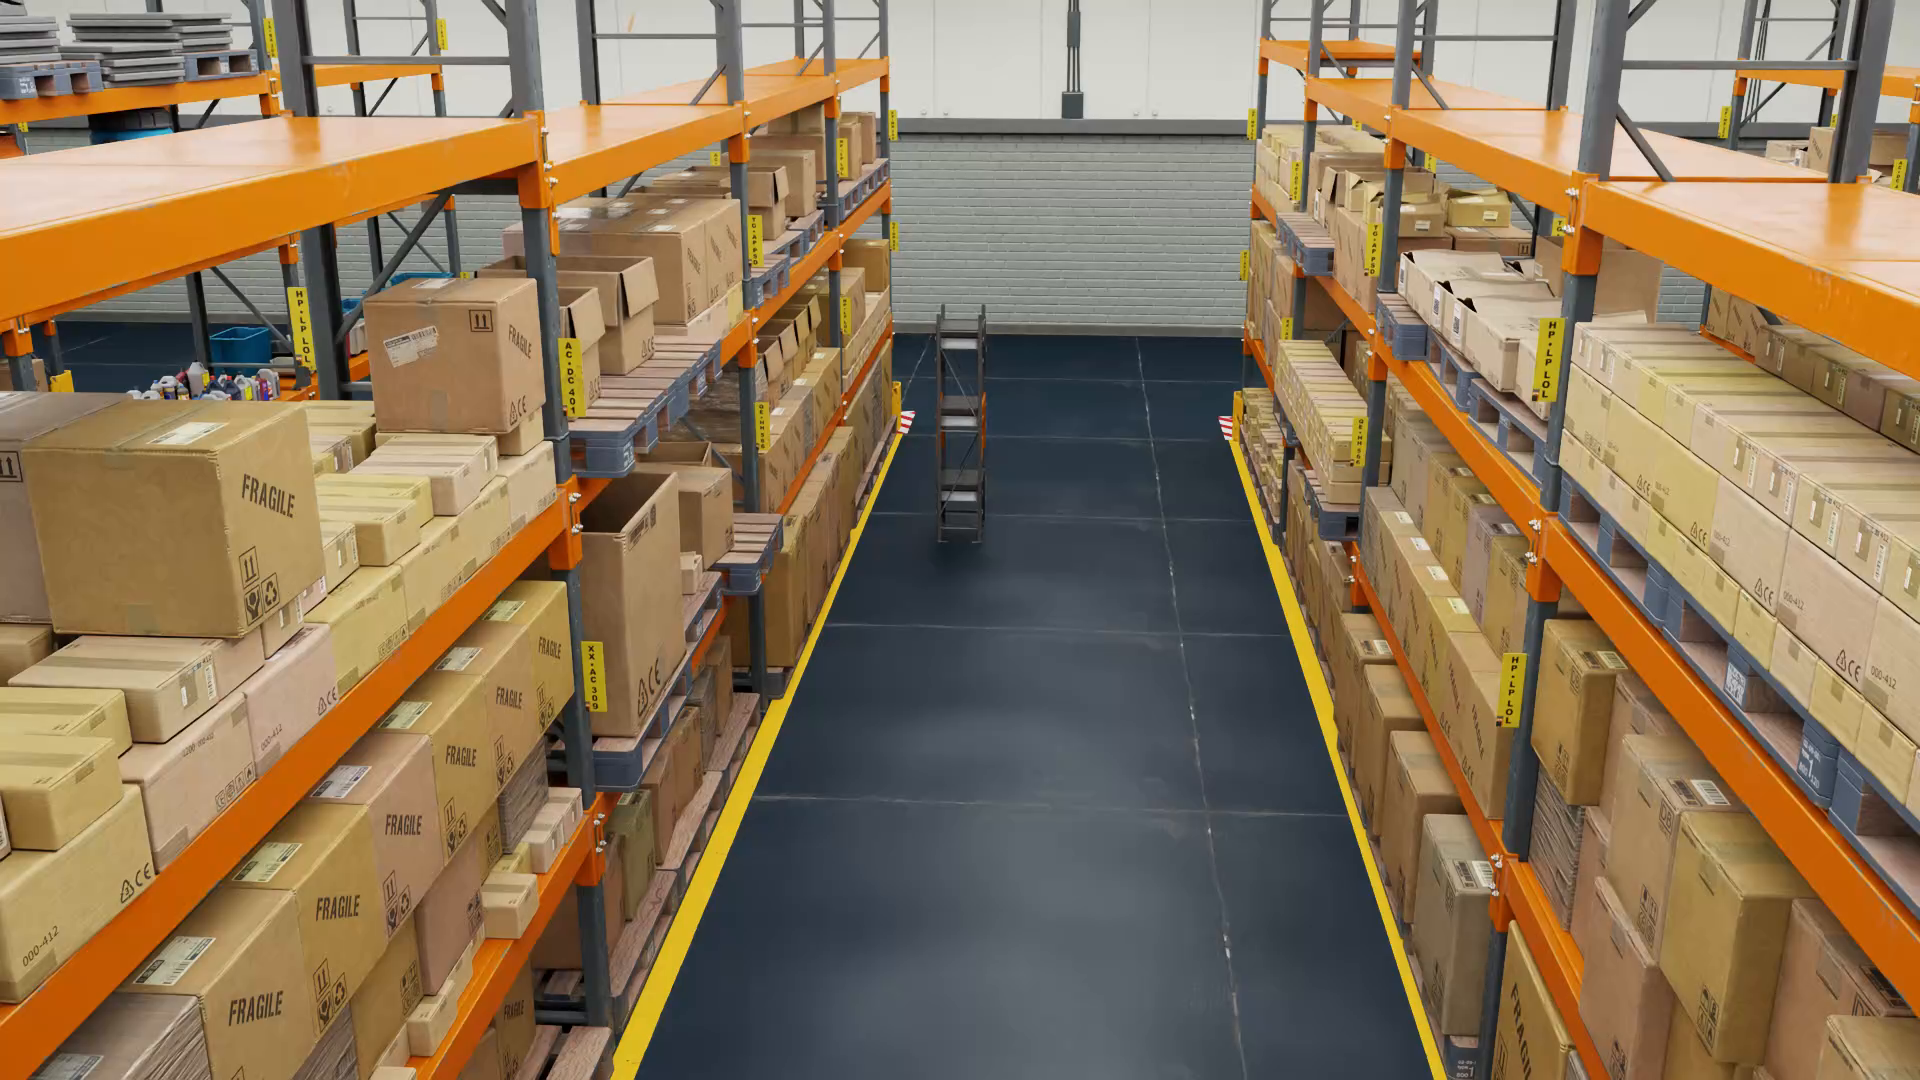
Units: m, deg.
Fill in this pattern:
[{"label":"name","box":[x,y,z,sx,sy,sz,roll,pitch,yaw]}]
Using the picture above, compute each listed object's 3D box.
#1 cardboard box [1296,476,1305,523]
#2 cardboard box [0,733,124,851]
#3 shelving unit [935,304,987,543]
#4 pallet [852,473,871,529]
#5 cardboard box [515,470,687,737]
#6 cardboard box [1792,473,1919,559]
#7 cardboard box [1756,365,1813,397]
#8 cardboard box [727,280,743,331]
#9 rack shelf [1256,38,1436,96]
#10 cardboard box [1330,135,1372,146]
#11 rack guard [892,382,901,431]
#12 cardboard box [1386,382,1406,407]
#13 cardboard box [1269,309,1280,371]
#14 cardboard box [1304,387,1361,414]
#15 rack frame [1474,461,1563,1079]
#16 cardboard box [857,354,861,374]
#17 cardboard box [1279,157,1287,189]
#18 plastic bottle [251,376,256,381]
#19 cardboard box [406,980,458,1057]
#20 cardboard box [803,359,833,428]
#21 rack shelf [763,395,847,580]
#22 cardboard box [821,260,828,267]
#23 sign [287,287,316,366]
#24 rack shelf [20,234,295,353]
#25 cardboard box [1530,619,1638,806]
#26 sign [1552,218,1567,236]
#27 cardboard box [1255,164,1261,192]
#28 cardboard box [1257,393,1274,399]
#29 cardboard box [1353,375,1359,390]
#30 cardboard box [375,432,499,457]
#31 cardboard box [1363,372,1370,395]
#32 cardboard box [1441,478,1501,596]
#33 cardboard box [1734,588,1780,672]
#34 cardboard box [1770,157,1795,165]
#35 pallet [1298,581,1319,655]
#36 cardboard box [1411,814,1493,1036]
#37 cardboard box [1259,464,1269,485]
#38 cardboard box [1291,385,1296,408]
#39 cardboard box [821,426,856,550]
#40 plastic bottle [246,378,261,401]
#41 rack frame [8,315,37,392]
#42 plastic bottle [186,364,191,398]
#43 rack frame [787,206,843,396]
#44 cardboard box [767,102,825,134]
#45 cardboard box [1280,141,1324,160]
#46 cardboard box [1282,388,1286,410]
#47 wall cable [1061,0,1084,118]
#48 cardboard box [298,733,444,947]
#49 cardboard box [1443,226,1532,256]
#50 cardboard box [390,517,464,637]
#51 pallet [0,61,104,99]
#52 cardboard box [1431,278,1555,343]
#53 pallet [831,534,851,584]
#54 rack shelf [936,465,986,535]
[{"label":"cardboard box","box":[3.026,-0.325,13.560,0.500,0.250,0.500,2,18,5]},{"label":"cardboard box","box":[-2.056,0.537,3.578,0.380,0.149,0.250,2,18,5]},{"label":"shelving unit","box":[0.012,-1.049,15.080,0.431,2.100,0.503,1,18,4]},{"label":"pallet","box":[-1.429,-0.397,16.123,1.003,0.211,1.213,1,18,4]},{"label":"cardboard box","box":[-1.938,0.268,7.976,1.000,1.000,1.000,1,18,4]},{"label":"cardboard box","box":[2.295,-0.058,4.080,0.380,0.149,0.250,1,18,3]},{"label":"cardboard box","box":[3.026,-0.445,5.902,0.500,0.250,0.500,1,18,3]},{"label":"cardboard box","box":[-1.638,-1.447,10.271,0.500,0.250,0.500,1,18,4]},{"label":"rack shelf","box":[3.522,-4.474,15.614,1.077,0.370,4.000,1,18,4]},{"label":"cardboard box","box":[3.811,-3.862,16.201,0.380,0.149,0.250,2,18,5]},{"label":"rack guard","box":[-1.273,-1.550,19.177,1.175,0.500,0.348,1,18,4]},{"label":"cardboard box","box":[3.432,-1.091,12.537,0.380,0.149,0.250,1,18,3]},{"label":"cardboard box","box":[3.170,-1.852,15.448,0.500,0.500,0.500,1,18,2]},{"label":"cardboard box","box":[2.765,-1.030,12.351,0.380,0.149,0.250,2,18,7]},{"label":"rack frame","box":[2.805,1.139,6.957,1.000,3.000,0.127,1,18,4]},{"label":"cardboard box","box":[-1.154,-1.698,16.019,0.380,0.149,0.250,1,18,2]},{"label":"cardboard box","box":[3.240,-3.410,15.460,0.500,0.250,0.500,2,18,6]},{"label":"plastic bottle","box":[-6.333,-1.371,14.937,0.097,0.201,0.097,0,18,0]},{"label":"cardboard box","box":[-1.979,1.655,5.785,0.380,0.149,0.250,1,18,4]},{"label":"cardboard box","box":[-1.365,-1.231,14.028,0.500,0.500,0.500,2,18,6]},{"label":"rack shelf","box":[-1.705,-0.525,13.190,1.077,0.370,4.000,1,18,4]},{"label":"cardboard box","box":[-1.645,-2.697,17.223,0.500,0.500,0.500,1,18,2]},{"label":"sign","box":[-2.689,-0.873,6.816,0.100,0.325,0.005,1,18,4]},{"label":"rack shelf","box":[-6.645,-2.061,13.060,1.077,0.370,4.000,1,18,4]},{"label":"cardboard box","box":[2.744,0.668,6.418,0.875,0.550,0.550,1,18,4]},{"label":"sign","box":[3.645,-1.797,10.143,0.100,0.325,0.005,1,18,4]},{"label":"cardboard box","box":[3.378,-3.809,17.479,0.500,0.250,0.500,2,18,6]},{"label":"cardboard box","box":[3.389,-1.472,17.874,0.380,0.149,0.250,2,18,5]},{"label":"cardboard box","box":[3.547,-1.298,14.124,0.380,0.149,0.250,1,18,3]},{"label":"cardboard box","box":[-1.980,-0.359,6.310,0.380,0.149,0.250,1,18,5]},{"label":"cardboard box","box":[3.509,-1.281,13.592,0.380,0.149,0.250,2,18,6]},{"label":"cardboard box","box":[2.944,-0.012,8.702,0.700,0.500,0.500,1,18,3]},{"label":"cardboard box","box":[2.314,0.244,4.441,0.380,0.149,0.250,2,18,5]},{"label":"cardboard box","box":[8.302,-3.729,16.565,0.380,0.149,0.250,2,18,6]},{"label":"pallet","box":[3.239,0.601,13.077,1.003,0.211,1.213,1,18,4]},{"label":"cardboard box","box":[2.760,1.814,7.837,1.050,0.750,0.750,1,18,4]},{"label":"cardboard box","box":[3.141,-0.641,16.294,0.380,0.149,0.250,1,18,4]},{"label":"cardboard box","box":[2.822,-1.130,13.133,0.380,0.149,0.250,2,18,6]},{"label":"cardboard box","box":[-1.587,-0.479,14.631,1.225,0.875,0.875,1,18,4]},{"label":"plastic bottle","box":[-6.234,-1.296,14.588,0.152,0.276,0.135,1,18,4]},{"label":"rack frame","box":[-6.788,-0.356,11.520,1.000,3.000,0.127,1,18,4]},{"label":"plastic bottle","box":[-6.953,-1.439,15.011,0.061,0.283,0.133,1,18,4]},{"label":"rack frame","box":[-1.561,-1.488,14.974,1.000,3.000,0.127,1,18,4]},{"label":"cardboard box","box":[-1.488,-3.856,15.184,0.500,0.250,0.500,0,18,0]},{"label":"cardboard box","box":[3.195,-3.633,15.499,0.380,0.149,0.250,1,18,4]},{"label":"cardboard box","box":[2.856,-1.150,13.672,0.380,0.149,0.250,1,18,4]},{"label":"wall cable","box":[2.568,-8.789,22.455,2.277,5.999,0.120,1,18,4]},{"label":"cardboard box","box":[-2.003,0.944,5.306,0.500,0.500,0.500,1,18,4]},{"label":"cardboard box","box":[3.398,-1.748,10.789,0.500,0.500,0.500,1,18,4]},{"label":"cardboard box","box":[-1.986,0.110,5.520,0.500,0.250,0.500,1,18,4]},{"label":"pallet","box":[-6.706,-3.151,11.359,1.213,0.211,1.003,1,18,4]},{"label":"cardboard box","box":[2.748,-1.199,8.582,0.500,0.311,0.500,1,18,3]},{"label":"pallet","box":[-1.542,0.079,14.671,1.003,0.211,1.213,1,18,4]},{"label":"rack shelf","box":[0.012,-0.371,15.302,0.431,0.518,0.480,1,18,4]}]
